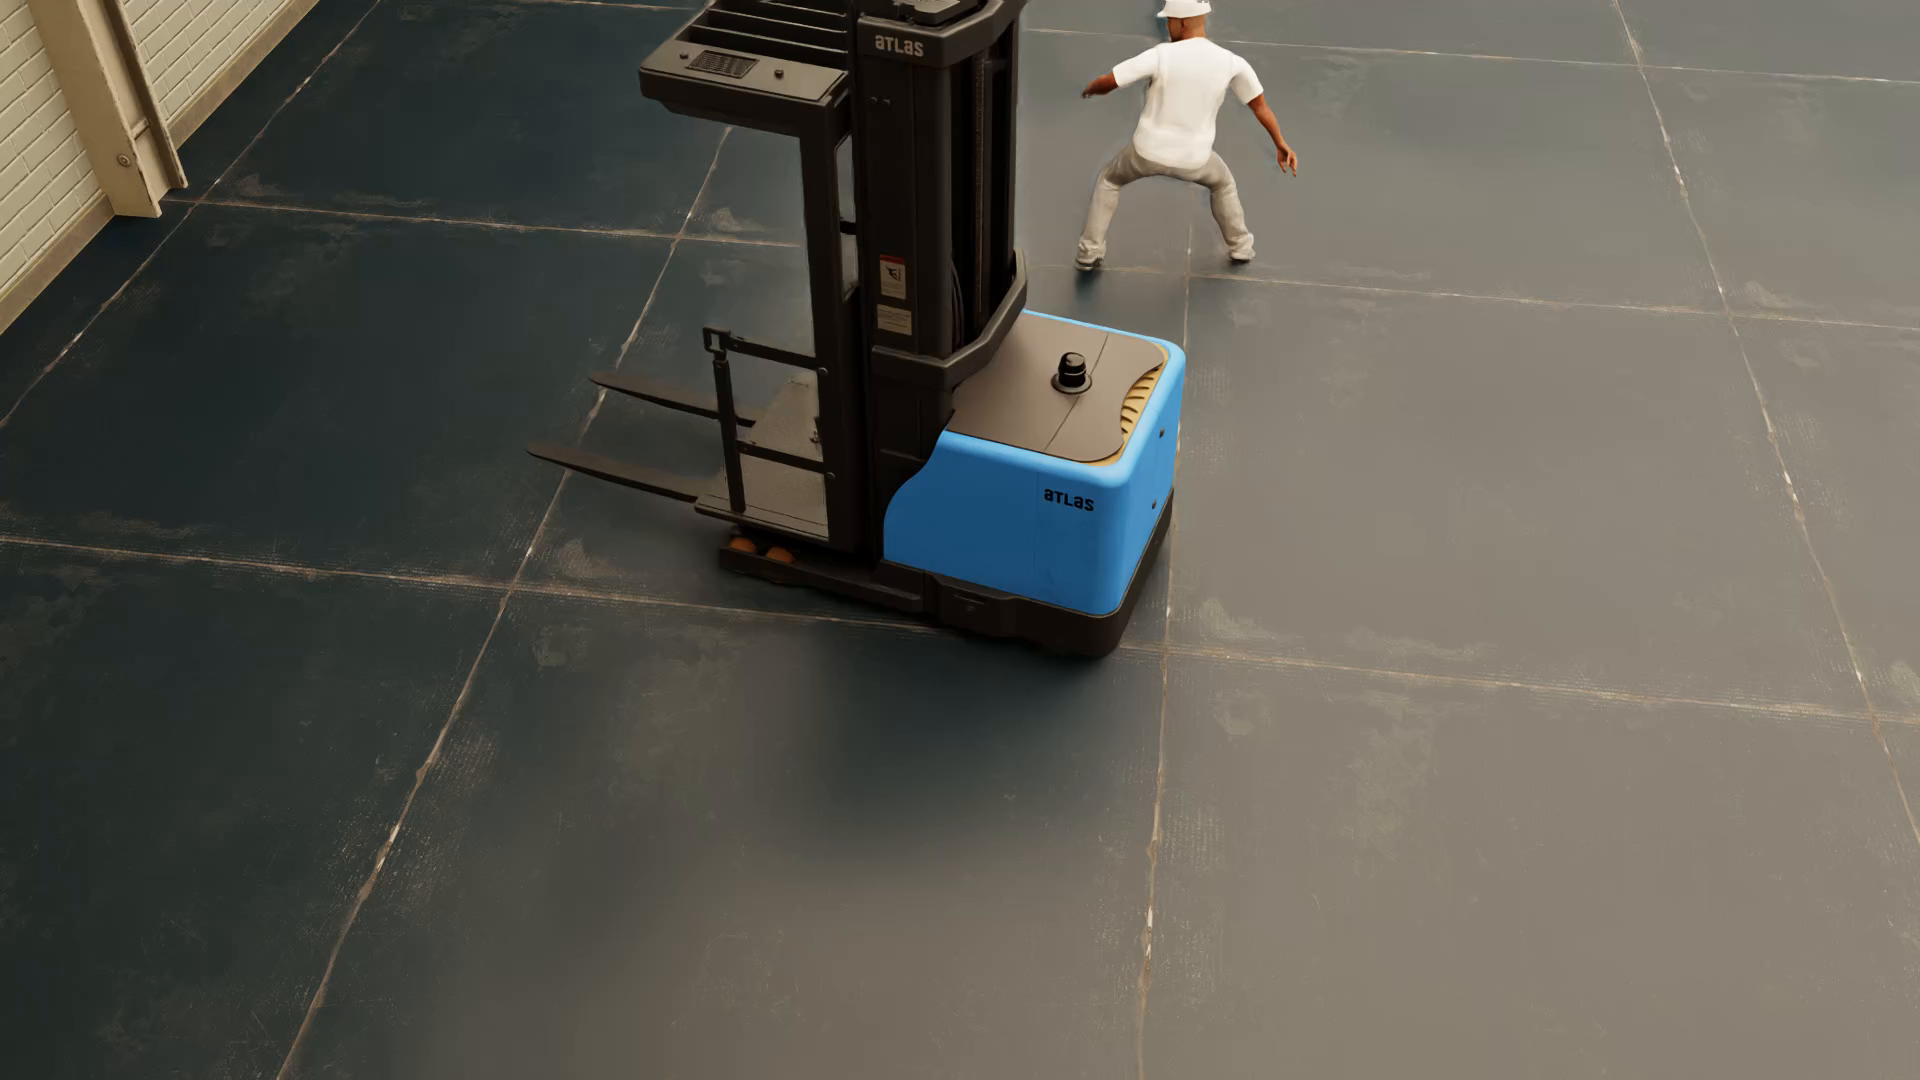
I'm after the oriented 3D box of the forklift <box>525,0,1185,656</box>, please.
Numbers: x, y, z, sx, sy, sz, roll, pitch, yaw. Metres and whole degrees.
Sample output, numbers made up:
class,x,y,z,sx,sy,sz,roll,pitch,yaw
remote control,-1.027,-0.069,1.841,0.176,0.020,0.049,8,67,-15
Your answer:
class,x,y,z,sx,sy,sz,roll,pitch,yaw
forklift,-0.575,-1.197,7.028,3.031,2.935,1.130,15,45,15

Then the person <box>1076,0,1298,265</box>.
class,x,y,z,sx,sy,sz,roll,pitch,yaw
person,1.243,-2.161,9.130,1.194,1.707,0.556,5,43,6
